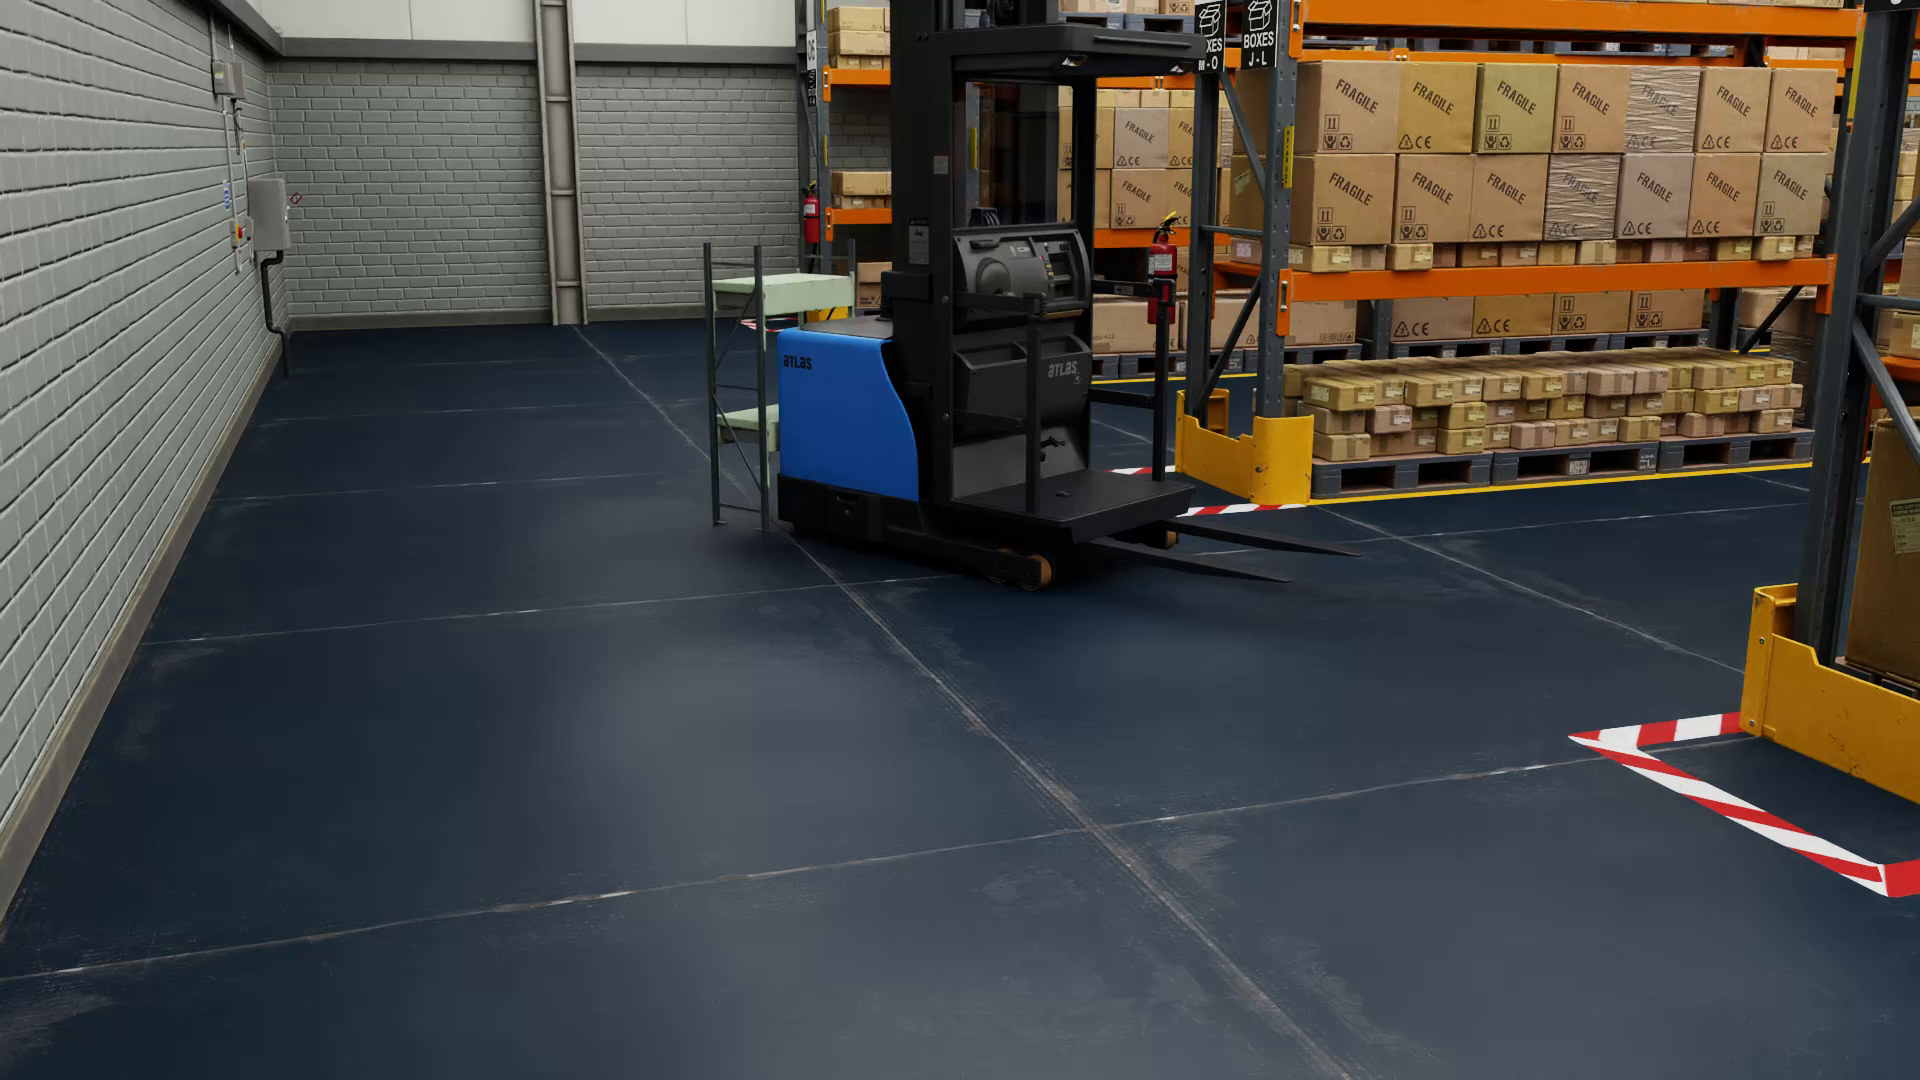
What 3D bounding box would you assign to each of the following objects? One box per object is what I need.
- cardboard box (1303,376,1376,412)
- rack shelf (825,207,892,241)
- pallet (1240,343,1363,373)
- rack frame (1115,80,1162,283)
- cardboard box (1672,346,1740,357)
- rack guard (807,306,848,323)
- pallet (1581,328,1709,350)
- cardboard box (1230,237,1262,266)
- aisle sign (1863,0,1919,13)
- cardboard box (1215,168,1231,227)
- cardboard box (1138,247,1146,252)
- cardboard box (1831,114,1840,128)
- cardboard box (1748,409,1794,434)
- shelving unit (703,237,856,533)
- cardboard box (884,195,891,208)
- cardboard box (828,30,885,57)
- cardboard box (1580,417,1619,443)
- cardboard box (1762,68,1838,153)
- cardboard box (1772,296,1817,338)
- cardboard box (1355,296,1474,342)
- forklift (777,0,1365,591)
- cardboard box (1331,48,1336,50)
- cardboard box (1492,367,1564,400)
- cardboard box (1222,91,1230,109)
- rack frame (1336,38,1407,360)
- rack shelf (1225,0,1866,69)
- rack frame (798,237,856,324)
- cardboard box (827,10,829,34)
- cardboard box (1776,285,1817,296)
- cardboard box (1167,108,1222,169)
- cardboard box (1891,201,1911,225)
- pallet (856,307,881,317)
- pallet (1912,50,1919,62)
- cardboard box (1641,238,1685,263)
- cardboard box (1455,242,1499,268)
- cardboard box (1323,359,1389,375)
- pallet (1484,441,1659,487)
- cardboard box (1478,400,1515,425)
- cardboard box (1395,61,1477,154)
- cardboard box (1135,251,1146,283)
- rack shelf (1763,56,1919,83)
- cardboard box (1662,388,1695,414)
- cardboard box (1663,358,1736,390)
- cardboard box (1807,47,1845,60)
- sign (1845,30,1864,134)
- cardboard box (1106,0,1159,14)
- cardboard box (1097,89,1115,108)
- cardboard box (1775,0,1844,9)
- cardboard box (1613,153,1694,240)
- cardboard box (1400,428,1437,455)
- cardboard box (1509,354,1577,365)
[{"bbox_3d":[2.218,-0.856,9.727,0.250,0.149,0.380,-5,14,-21],"label":"cardboard box"},{"bbox_3d":[0.247,-3.749,19.477,4.000,0.370,1.077,-4,14,-18],"label":"rack shelf"},{"bbox_3d":[2.984,-1.763,15.598,1.213,0.211,1.003,-4,14,-18],"label":"pallet"},{"bbox_3d":[2.143,-4.247,20.015,0.127,3.000,1.000,-4,14,-18],"label":"rack frame"},{"bbox_3d":[5.011,-1.207,11.203,0.250,0.149,0.380,-4,14,-16],"label":"cardboard box"},{"bbox_3d":[-1.576,-2.741,19.086,0.348,0.500,1.175,-4,14,-18],"label":"rack guard"},{"bbox_3d":[6.749,-2.055,16.828,1.213,0.211,1.003,-4,14,-18],"label":"pallet"},{"bbox_3d":[1.832,-1.749,10.056,0.250,0.149,0.380,-4,14,-18],"label":"cardboard box"},{"bbox_3d":[2.935,-2.015,5.014,0.004,0.787,0.394,-4,14,-18],"label":"aisle sign"},{"bbox_3d":[2.414,-3.037,14.714,0.500,0.500,0.500,-5,14,-19],"label":"cardboard box"},{"bbox_3d":[2.400,-3.641,20.560,0.250,0.149,0.380,-5,14,-20],"label":"cardboard box"},{"bbox_3d":[8.981,-4.350,17.278,0.250,0.149,0.380,-5,14,-21],"label":"cardboard box"},{"bbox_3d":[5.141,-0.794,10.752,0.250,0.149,0.380,-4,14,-17],"label":"cardboard box"},{"bbox_3d":[-0.957,-0.866,9.043,0.431,1.500,0.755,10,17,36],"label":"shelving unit"},{"bbox_3d":[-0.785,-3.849,18.887,0.250,0.149,0.380,-5,14,-19],"label":"cardboard box"},{"bbox_3d":[-1.140,-5.455,18.295,0.500,0.250,0.500,-5,14,-19],"label":"cardboard box"},{"bbox_3d":[3.891,-0.713,10.412,0.250,0.149,0.380,-4,14,-17],"label":"cardboard box"},{"bbox_3d":[5.045,-2.666,10.349,0.500,0.500,0.500,-5,14,-20],"label":"cardboard box"},{"bbox_3d":[6.029,-1.544,11.524,0.500,0.250,0.500,-5,14,-20],"label":"cardboard box"},{"bbox_3d":[4.292,-2.392,15.903,0.875,0.875,0.875,-4,14,-16],"label":"cardboard box"},{"bbox_3d":[0.466,-1.328,7.894,3.031,2.935,1.130,12,18,41],"label":"forklift"},{"bbox_3d":[4.447,-5.954,20.173,0.250,0.149,0.380,-4,14,-16],"label":"cardboard box"},{"bbox_3d":[3.459,-0.957,10.154,0.250,0.149,0.380,-4,14,-17],"label":"cardboard box"},{"bbox_3d":[2.307,-3.836,14.509,0.250,0.149,0.380,-5,14,-19],"label":"cardboard box"},{"bbox_3d":[3.730,-3.158,15.439,0.127,3.000,1.000,-4,14,-18],"label":"rack frame"},{"bbox_3d":[3.509,-3.042,10.022,4.000,0.370,1.077,-4,14,-18],"label":"rack shelf"},{"bbox_3d":[-0.736,-0.934,9.327,0.400,1.500,0.023,10,17,36],"label":"rack frame"},{"bbox_3d":[-1.316,-5.820,18.747,0.500,0.250,0.500,-5,14,-20],"label":"cardboard box"},{"bbox_3d":[8.756,-2.475,17.338,0.625,0.372,0.950,-5,14,-19],"label":"cardboard box"},{"bbox_3d":[1.930,-3.488,14.446,0.500,0.500,0.500,-4,14,-18],"label":"cardboard box"},{"bbox_3d":[5.924,-2.091,10.585,0.250,0.149,0.380,-5,14,-21],"label":"cardboard box"},{"bbox_3d":[-0.821,-2.660,19.368,1.213,0.211,1.003,-4,14,-18],"label":"pallet"},{"bbox_3d":[9.711,-5.017,17.178,1.003,0.211,1.213,-4,14,-18],"label":"pallet"},{"bbox_3d":[4.226,-1.796,10.254,0.250,0.149,0.380,-5,14,-20],"label":"cardboard box"},{"bbox_3d":[2.991,-1.715,9.912,0.250,0.149,0.380,-5,14,-19],"label":"cardboard box"},{"bbox_3d":[2.495,-1.039,10.498,0.250,0.149,0.380,-5,14,-19],"label":"cardboard box"},{"bbox_3d":[3.621,-0.575,10.606,1.213,0.211,1.003,-4,14,-18],"label":"pallet"},{"bbox_3d":[3.172,-0.810,10.178,0.250,0.149,0.380,-5,14,-21],"label":"cardboard box"},{"bbox_3d":[2.599,-2.478,9.560,0.500,0.500,0.500,-4,14,-16],"label":"cardboard box"},{"bbox_3d":[2.514,-3.336,20.680,0.500,0.500,0.500,-5,14,-18],"label":"cardboard box"},{"bbox_3d":[9.416,-4.711,17.037,4.000,0.370,1.077,-4,14,-18],"label":"rack shelf"},{"bbox_3d":[4.437,-0.906,10.580,0.250,0.149,0.380,-4,14,-18],"label":"cardboard box"},{"bbox_3d":[4.687,-1.056,10.569,0.250,0.149,0.380,-5,14,-19],"label":"cardboard box"},{"bbox_3d":[8.422,-5.029,16.606,0.500,0.500,0.700,-4,14,-18],"label":"cardboard box"},{"bbox_3d":[2.939,-1.488,5.404,0.005,0.325,0.100,-4,14,-18],"label":"sign"},{"bbox_3d":[1.373,-4.632,14.219,0.500,0.311,0.500,-4,14,-17],"label":"cardboard box"},{"bbox_3d":[1.115,-3.732,14.071,0.250,0.149,0.380,-5,14,-20],"label":"cardboard box"},{"bbox_3d":[5.025,-3.371,10.175,0.500,0.250,0.500,-4,14,-17],"label":"cardboard box"},{"bbox_3d":[4.071,-2.101,10.137,0.500,0.500,0.500,-5,14,-18],"label":"cardboard box"},{"bbox_3d":[2.667,-0.628,10.054,0.250,0.149,0.380,-4,14,-17],"label":"cardboard box"},{"bbox_3d":[3.768,-1.107,10.782,0.250,0.149,0.380,-5,14,-20],"label":"cardboard box"}]
